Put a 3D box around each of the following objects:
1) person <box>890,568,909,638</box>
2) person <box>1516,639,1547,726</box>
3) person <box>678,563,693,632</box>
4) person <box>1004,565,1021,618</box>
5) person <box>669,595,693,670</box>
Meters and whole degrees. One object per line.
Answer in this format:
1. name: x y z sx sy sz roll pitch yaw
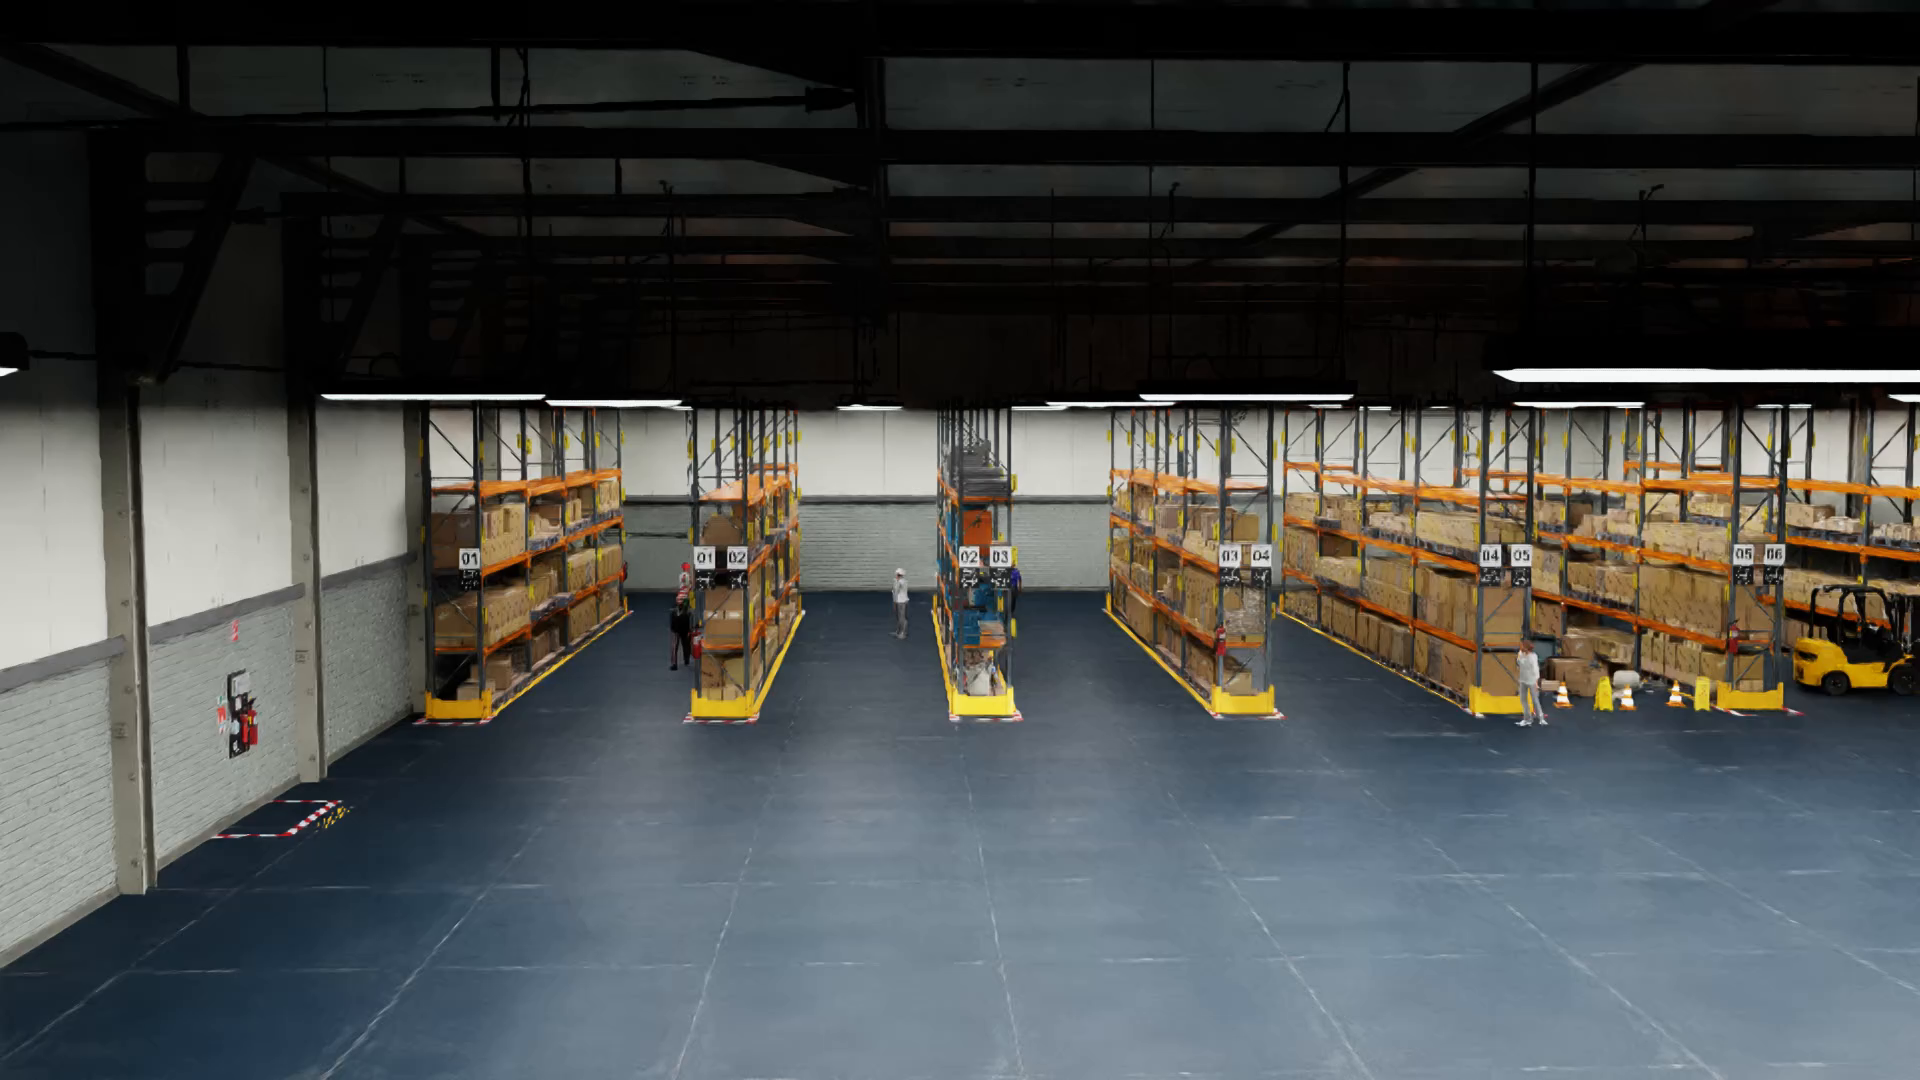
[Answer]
1. person: -1.536 1.577 42.087 0.587 1.768 0.647 1 5 17
2. person: 10.431 2.596 30.322 0.485 1.590 0.515 -2 5 -27
3. person: -7.068 1.478 43.147 0.468 1.794 0.625 -2 5 -28
4. person: 1.469 1.351 46.202 0.463 1.596 0.998 0 4 -3
5. person: -6.207 2.031 37.018 0.543 1.649 1.119 0 4 -4
